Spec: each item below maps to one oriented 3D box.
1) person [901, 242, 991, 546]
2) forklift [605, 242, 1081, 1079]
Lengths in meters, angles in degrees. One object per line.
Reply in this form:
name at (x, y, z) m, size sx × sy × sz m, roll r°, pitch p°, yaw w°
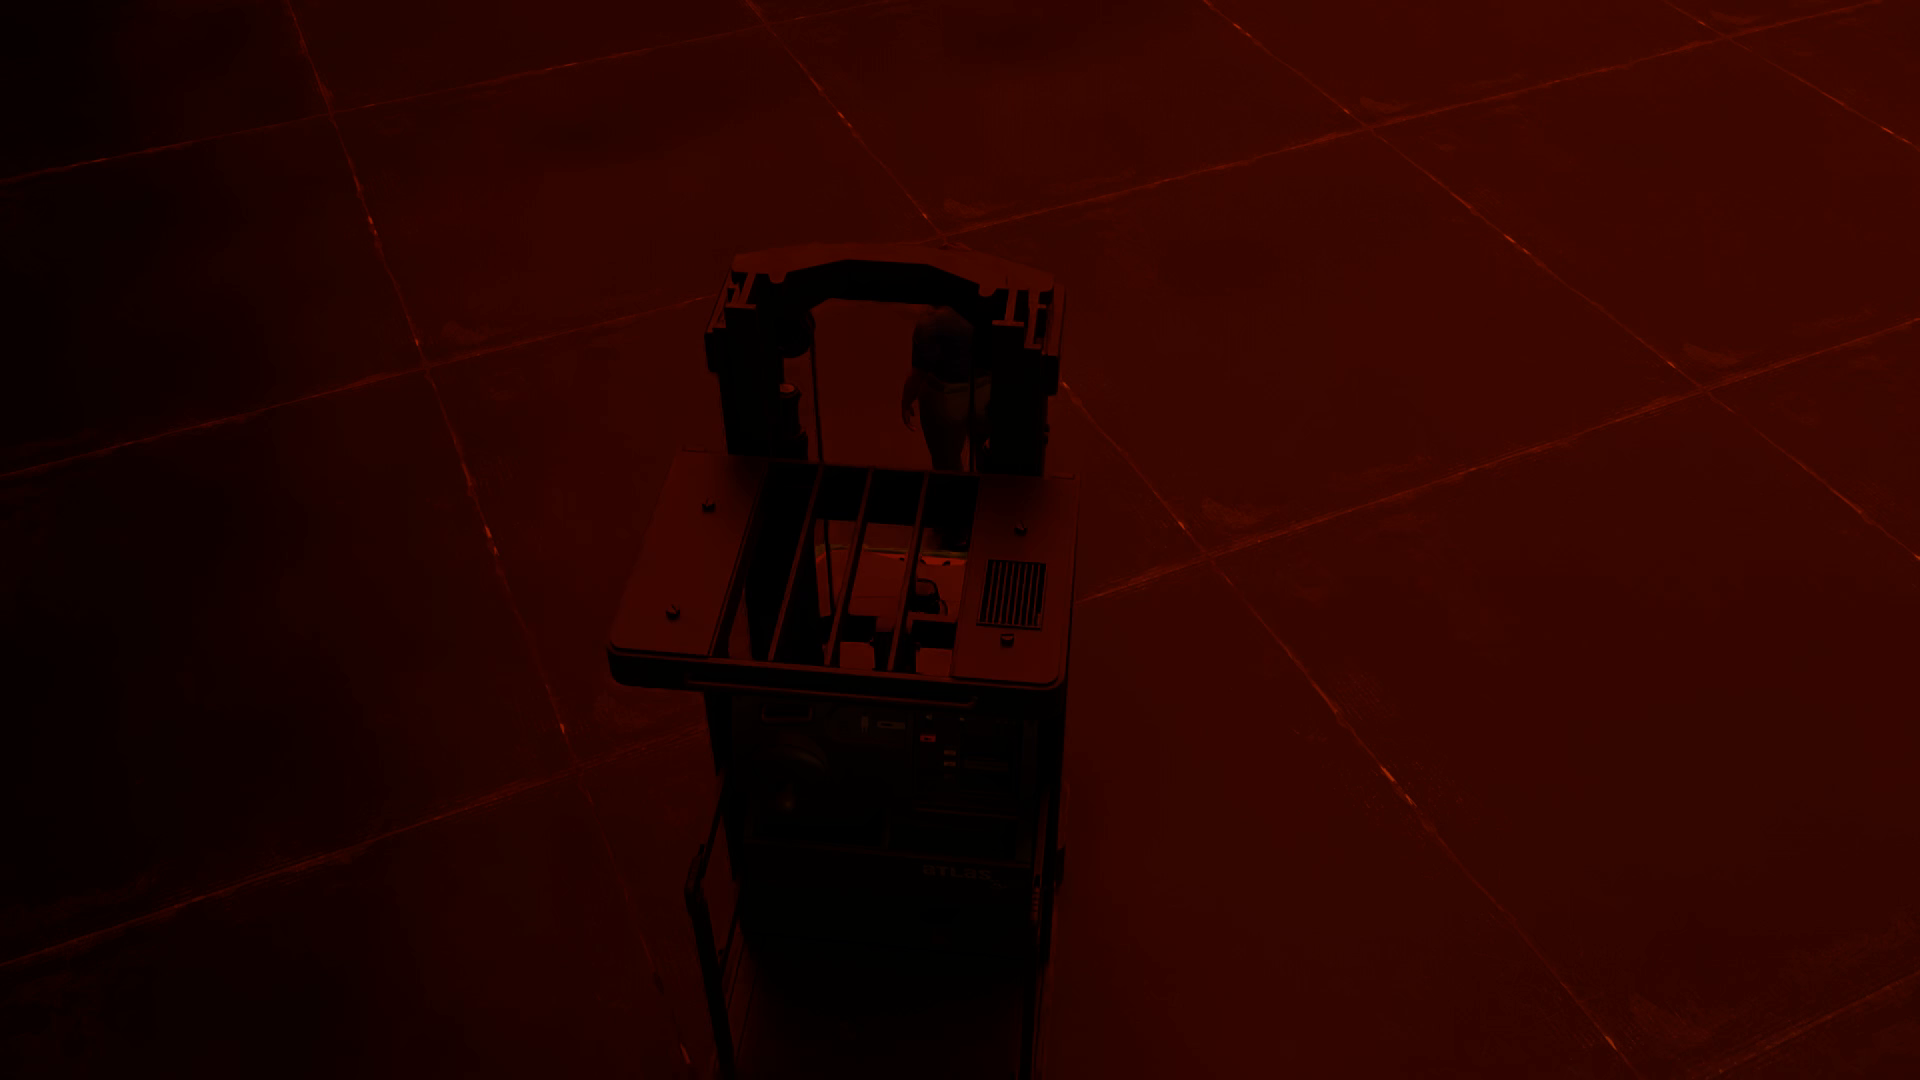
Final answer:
person at (-0.019, -0.670, 7.323) m, size 0.570 × 1.656 × 0.503 m, roll -18°, pitch 46°, yaw -18°
forklift at (-0.253, 0.744, 4.883) m, size 1.130 × 2.935 × 3.031 m, roll 4°, pitch 43°, yaw 5°
